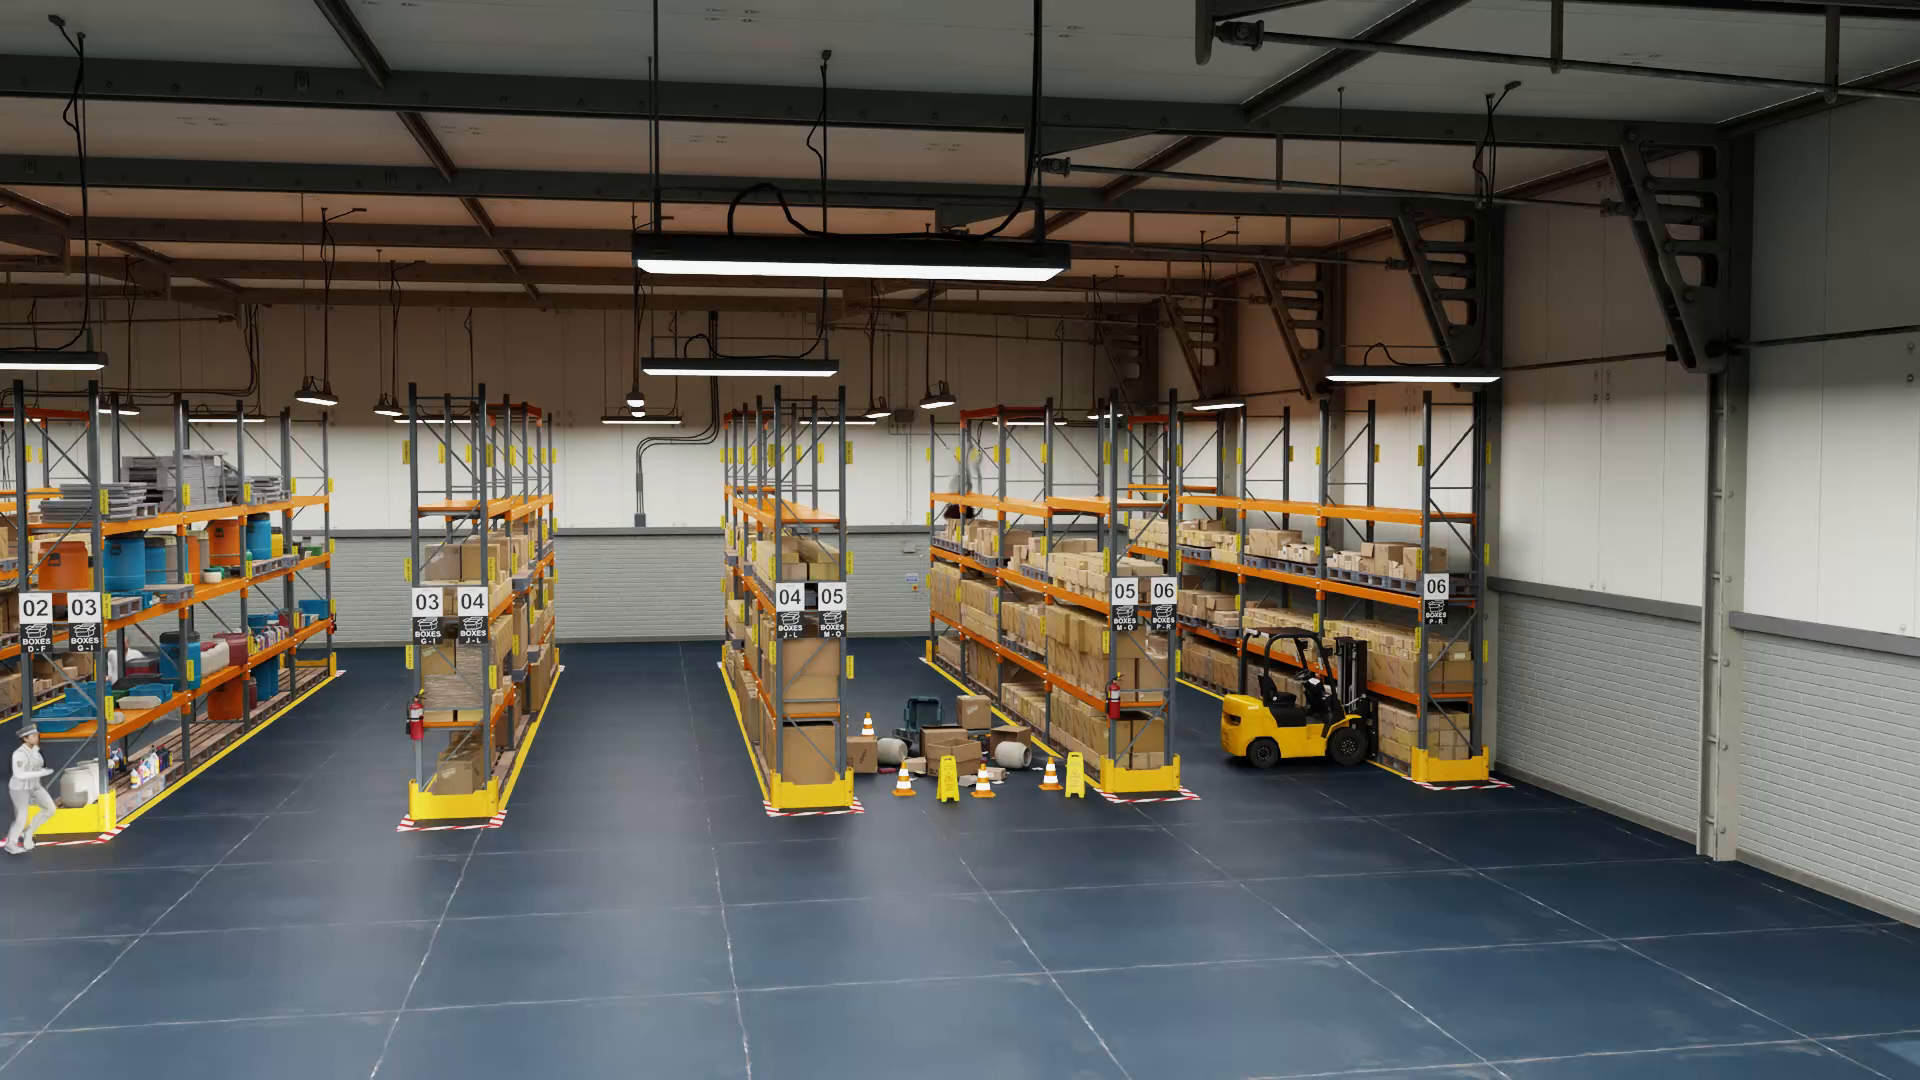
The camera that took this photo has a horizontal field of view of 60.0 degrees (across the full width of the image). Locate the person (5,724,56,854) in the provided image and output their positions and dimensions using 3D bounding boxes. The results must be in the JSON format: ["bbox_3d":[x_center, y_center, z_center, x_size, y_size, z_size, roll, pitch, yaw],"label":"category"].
[{"bbox_3d":[-11.629,3.105,20.786,0.734,1.642,0.648,0,3,5],"label":"person"}]

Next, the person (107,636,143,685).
[{"bbox_3d":[-14.957,2.628,29.795,0.623,1.837,0.956,-1,3,-20],"label":"person"}]
